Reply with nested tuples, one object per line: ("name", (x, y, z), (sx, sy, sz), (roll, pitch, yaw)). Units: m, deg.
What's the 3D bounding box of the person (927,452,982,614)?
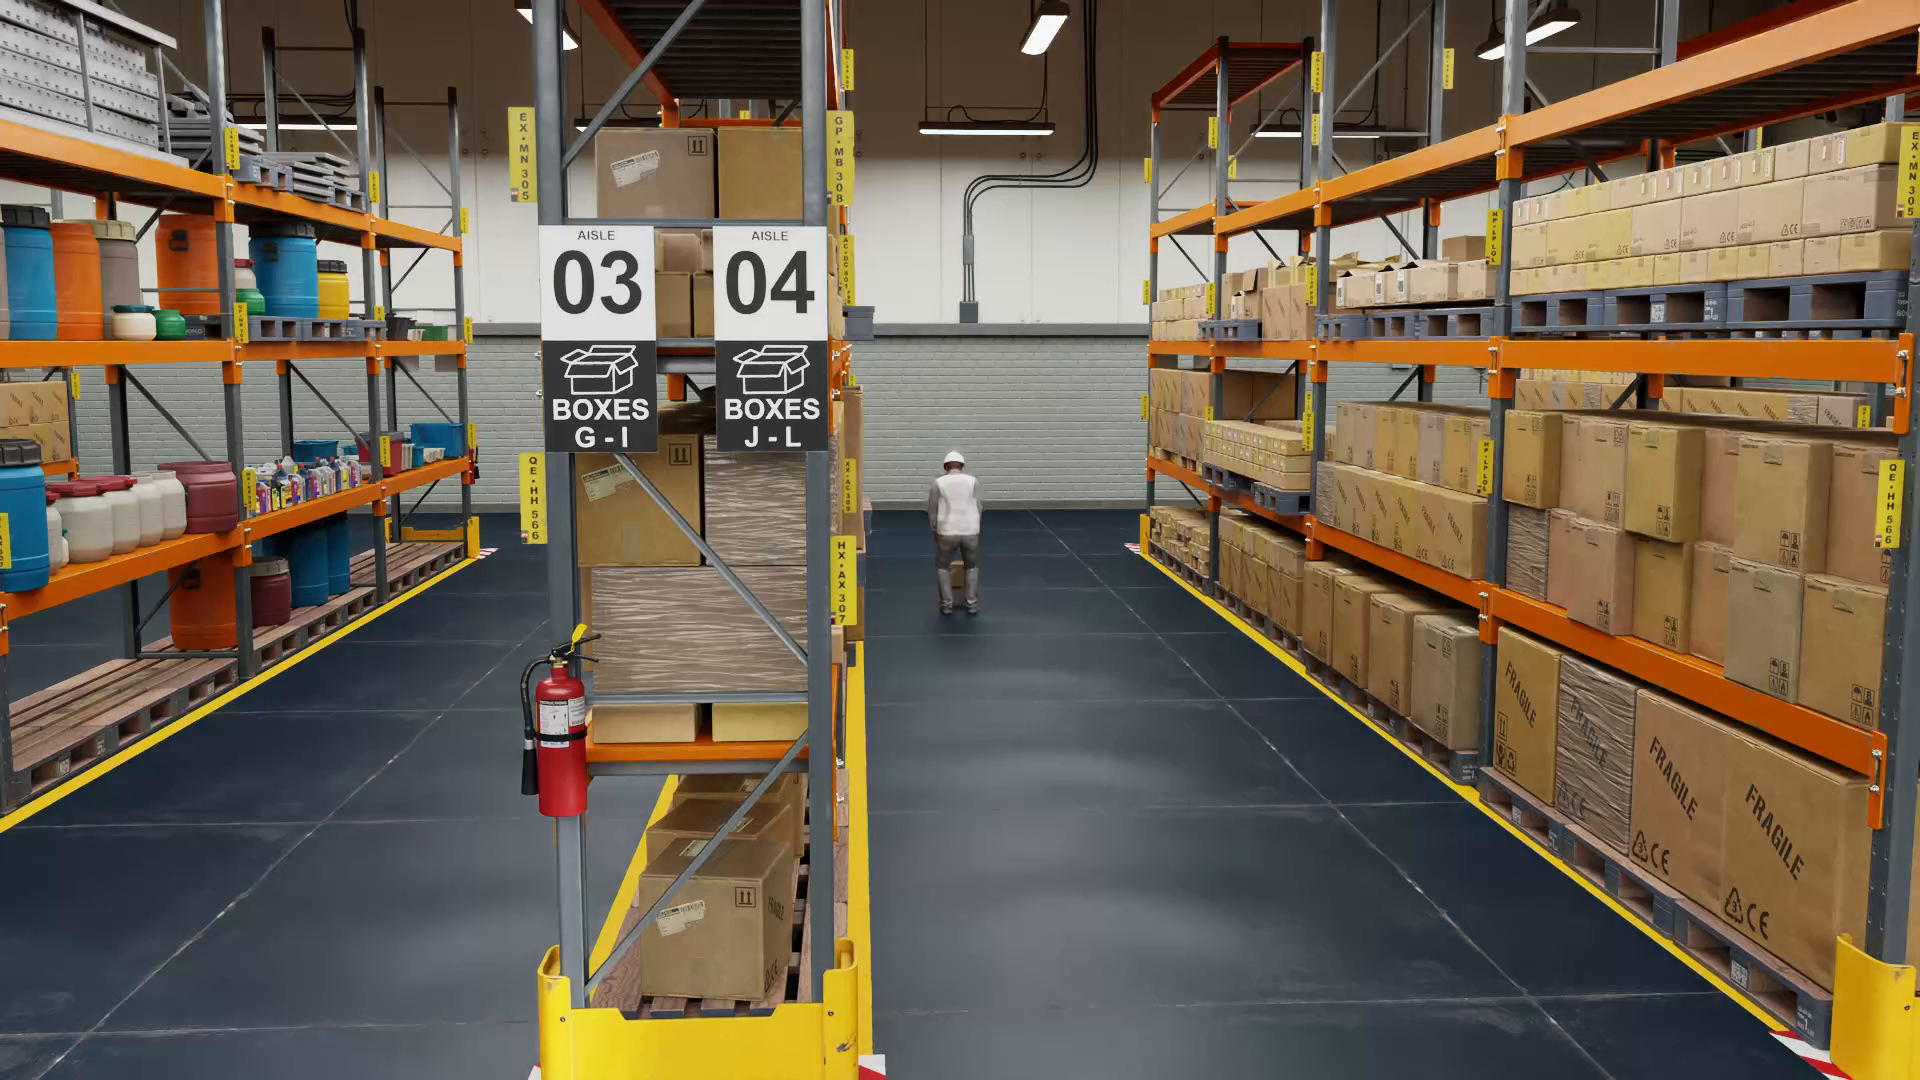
("person", (-0.053, -0.076, 17.262), (0.574, 1.665, 0.559), (0, 7, -2))
